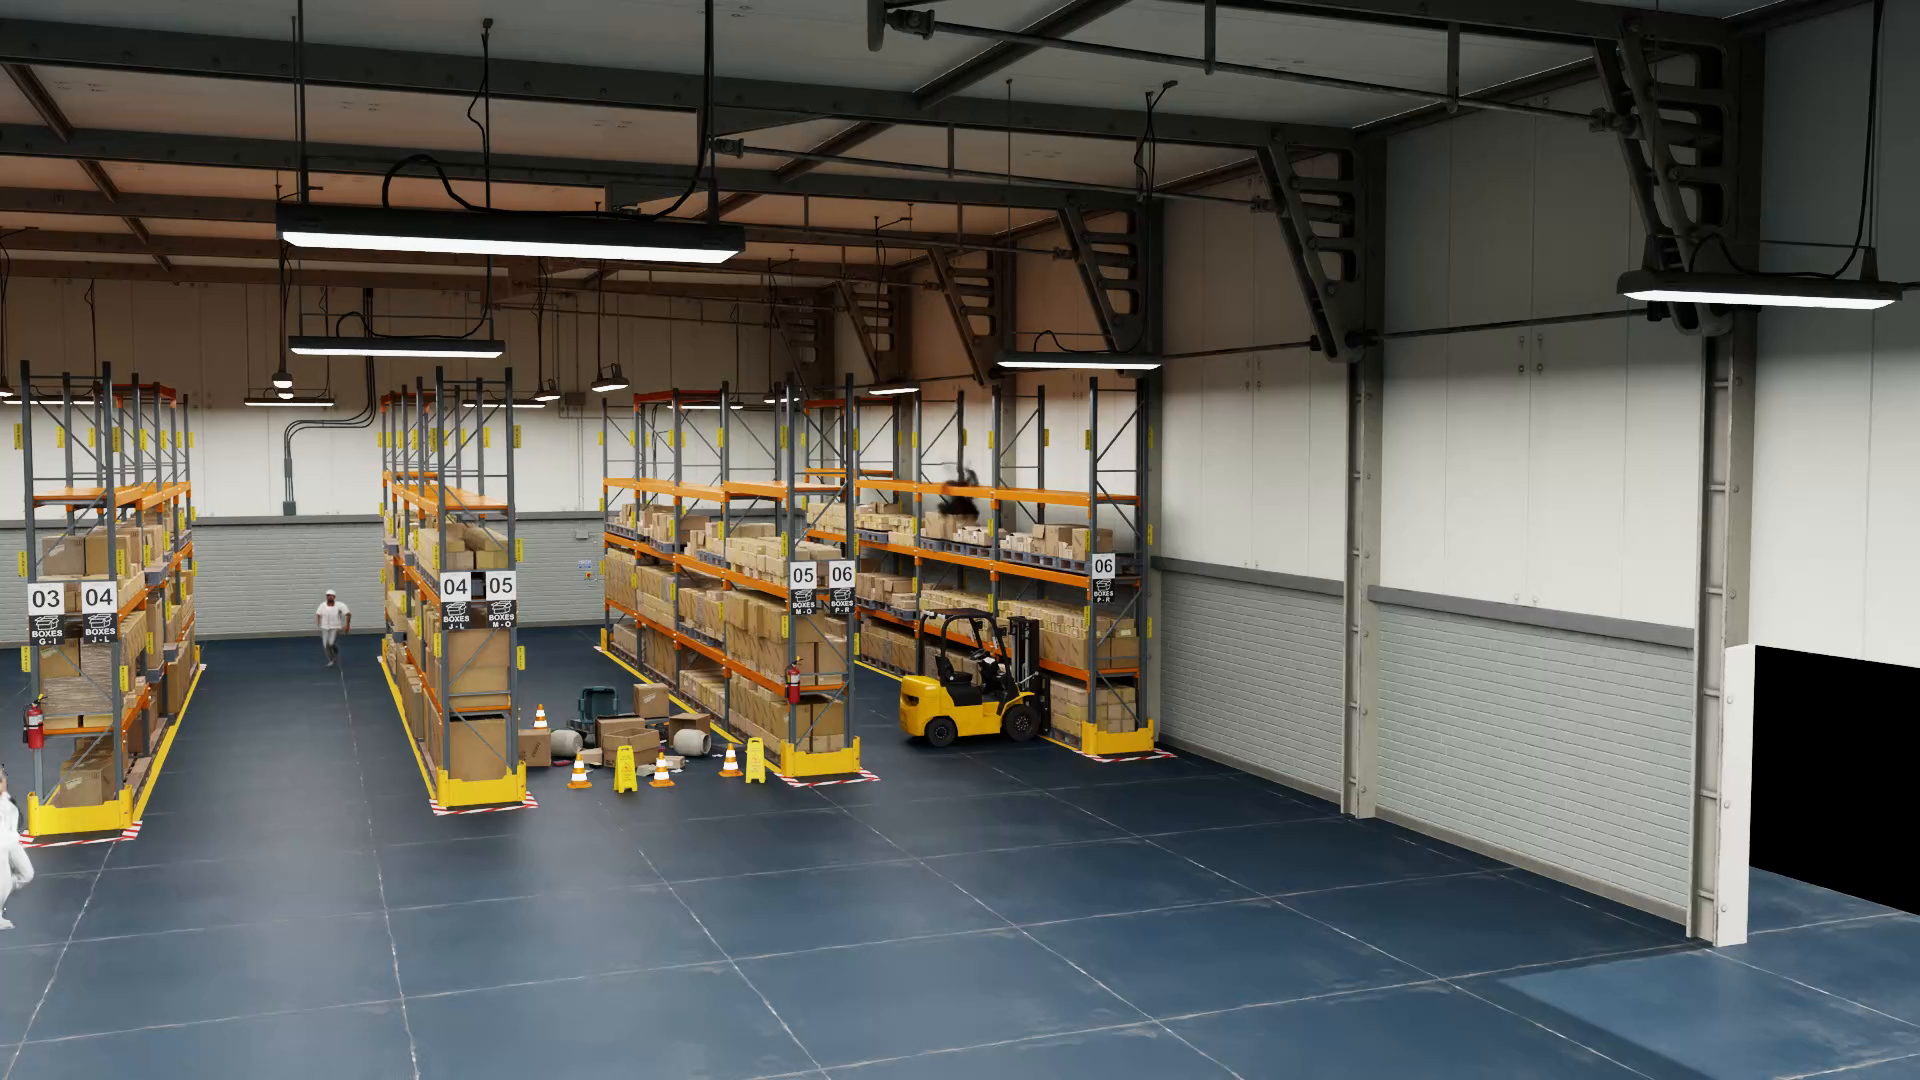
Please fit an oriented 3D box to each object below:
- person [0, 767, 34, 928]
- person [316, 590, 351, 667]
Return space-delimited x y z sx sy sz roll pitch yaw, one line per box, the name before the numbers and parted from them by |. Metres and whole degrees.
person | -9.811 3.143 17.053 0.494 1.659 0.681 0 3 3
person | -13.851 1.948 36.639 0.719 1.710 0.614 0 3 1
